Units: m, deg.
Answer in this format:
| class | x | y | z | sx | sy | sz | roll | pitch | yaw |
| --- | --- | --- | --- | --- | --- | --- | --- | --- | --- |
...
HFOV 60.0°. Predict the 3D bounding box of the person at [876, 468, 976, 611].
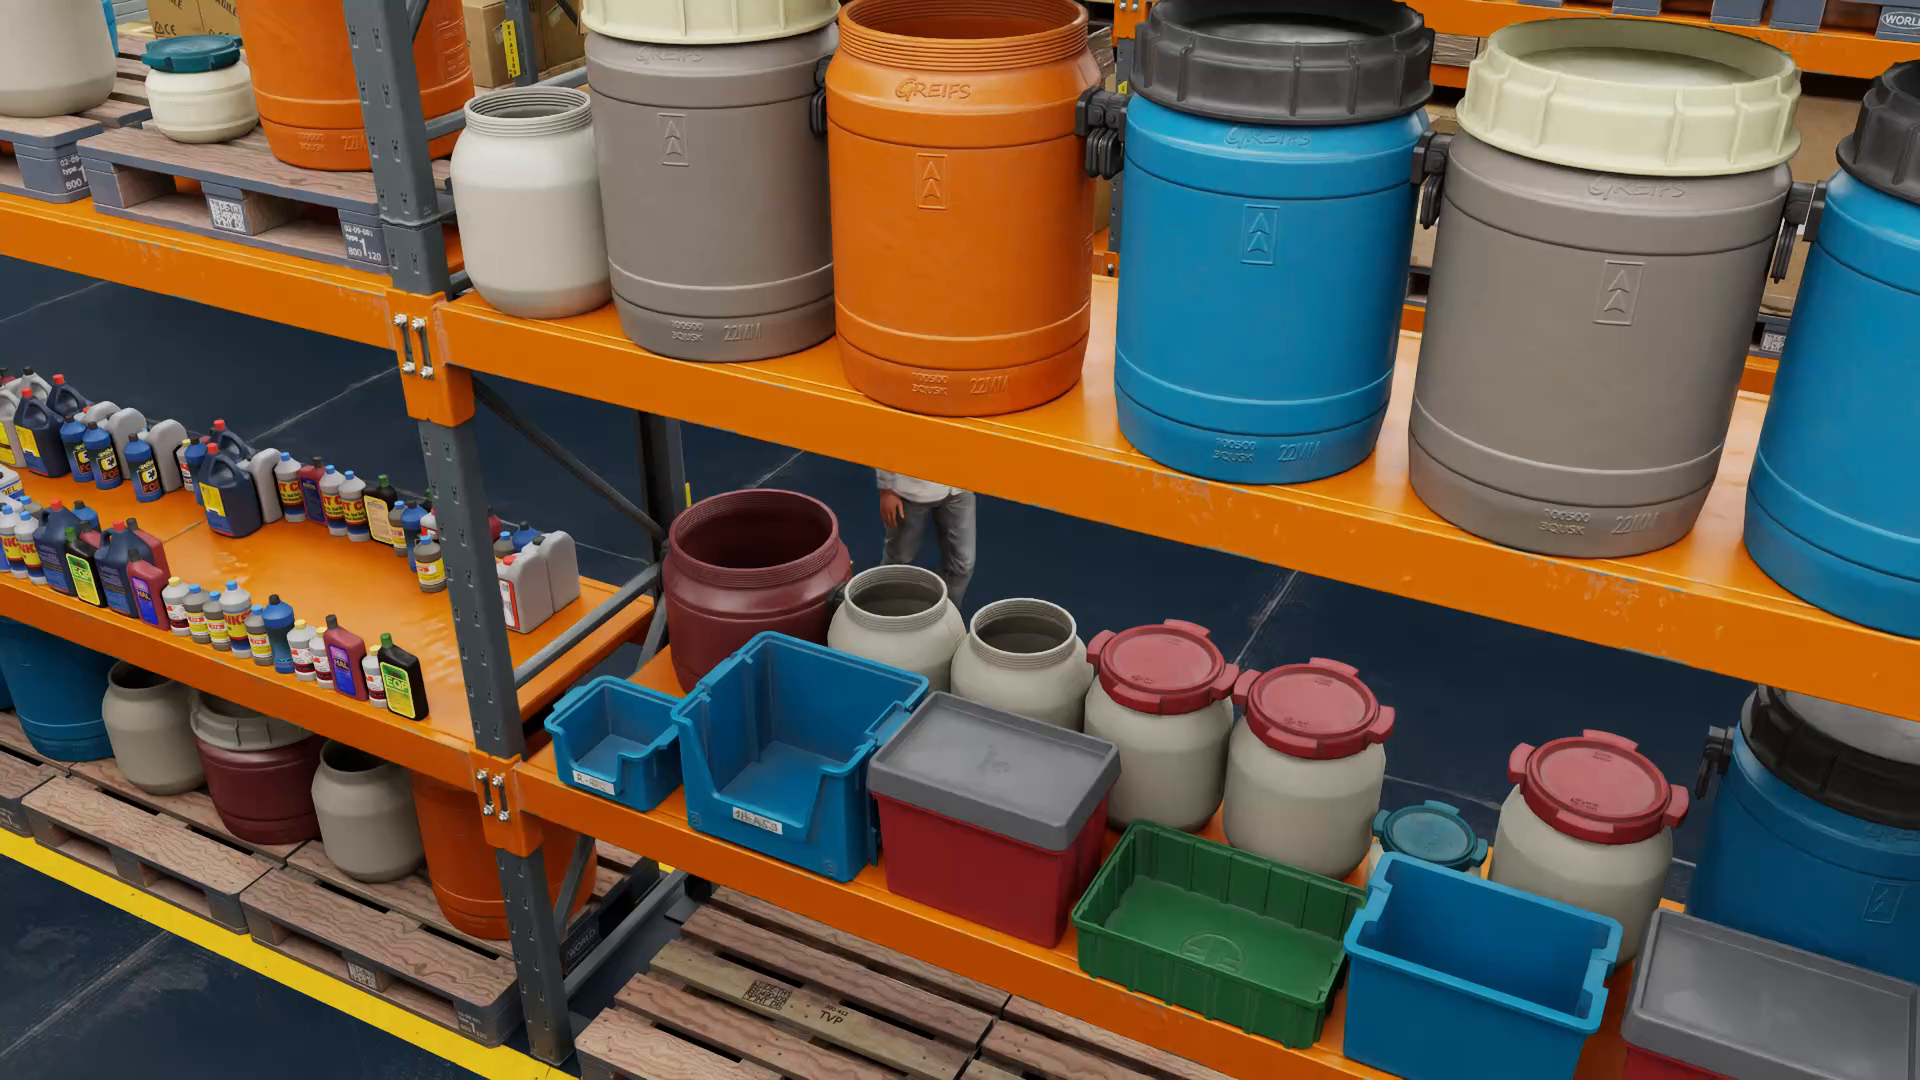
| class | x | y | z | sx | sy | sz | roll | pitch | yaw |
| --- | --- | --- | --- | --- | --- | --- | --- | --- | --- |
| person | -0.159 | -0.292 | 7.615 | 0.562 | 1.763 | 0.563 | -18 | 34 | -28 |
